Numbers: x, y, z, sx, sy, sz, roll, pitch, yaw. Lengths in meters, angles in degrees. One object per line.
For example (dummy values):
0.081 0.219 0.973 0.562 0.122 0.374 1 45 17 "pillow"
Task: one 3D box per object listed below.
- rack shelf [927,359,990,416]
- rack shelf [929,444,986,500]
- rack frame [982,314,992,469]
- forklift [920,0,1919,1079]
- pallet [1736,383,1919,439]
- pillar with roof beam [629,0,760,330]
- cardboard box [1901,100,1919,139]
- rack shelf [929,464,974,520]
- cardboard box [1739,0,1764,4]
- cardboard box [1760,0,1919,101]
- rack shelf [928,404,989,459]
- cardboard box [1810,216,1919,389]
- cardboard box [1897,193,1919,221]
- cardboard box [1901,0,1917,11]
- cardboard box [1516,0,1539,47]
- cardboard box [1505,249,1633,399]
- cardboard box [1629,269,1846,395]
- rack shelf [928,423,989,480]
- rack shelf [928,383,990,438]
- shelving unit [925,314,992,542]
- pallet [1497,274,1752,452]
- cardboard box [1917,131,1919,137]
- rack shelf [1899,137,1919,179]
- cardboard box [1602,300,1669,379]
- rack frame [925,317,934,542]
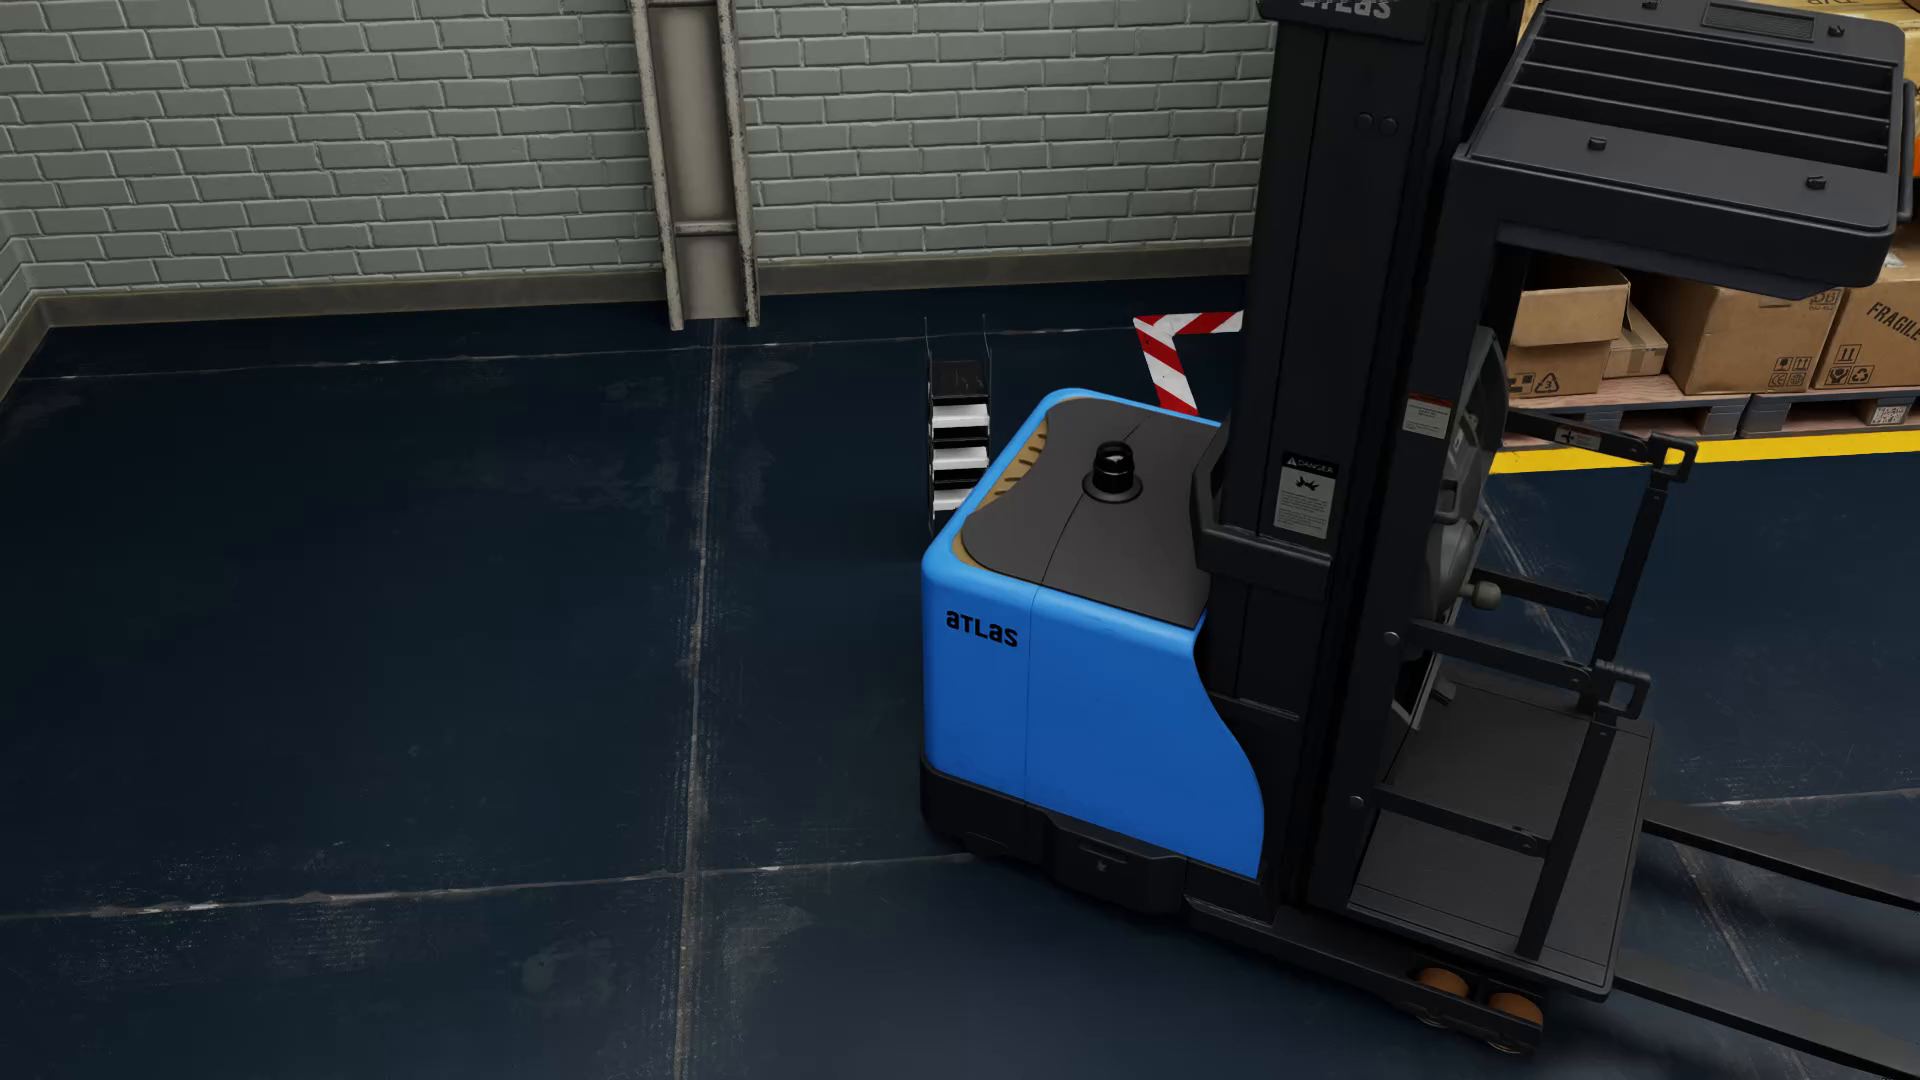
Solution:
-0.008 -0.539 5.824 0.200 0.077 0.258 -3 38 -4 "rack shelf"
-0.008 -0.256 6.047 0.200 0.077 0.258 -3 38 -4 "rack shelf"
0.093 -0.358 5.978 0.006 0.900 0.240 -3 38 -4 "rack frame"
1.439 -0.143 4.065 3.031 2.935 1.130 16 41 19 "forklift"
3.736 -0.832 7.134 1.213 0.211 1.003 -3 38 -4 "pallet"
-0.731 -1.920 1.419 0.400 9.000 9.100 -3 38 -4 "pillar with roof beam"
3.293 -1.603 6.063 0.250 0.149 0.380 -4 38 -5 "cardboard box"
-0.008 -0.185 6.103 0.200 0.077 0.258 -3 38 -4 "rack shelf"
2.632 -1.758 5.937 0.500 0.250 0.500 -3 38 -3 "cardboard box"
3.136 -1.787 5.975 0.500 0.250 0.500 -4 38 -5 "cardboard box"
-0.008 -0.397 5.936 0.200 0.077 0.258 -3 38 -4 "rack shelf"
3.662 -0.962 6.727 0.500 0.500 0.500 -2 38 -3 "cardboard box"
4.160 -1.052 6.840 0.500 0.500 0.700 -5 38 -6 "cardboard box"
3.644 -1.829 6.027 0.500 0.250 0.500 -4 38 -5 "cardboard box"
2.129 -1.730 5.902 0.500 0.250 0.500 -3 38 -4 "cardboard box"
2.271 -0.973 6.738 0.637 0.503 0.797 -5 39 -6 "cardboard box"
3.126 -0.995 6.768 0.500 0.500 0.700 -2 38 -2 "cardboard box"
-0.008 -0.327 5.991 0.200 0.077 0.258 -3 38 -4 "rack shelf"
-0.008 -0.468 5.880 0.200 0.077 0.258 -3 38 -4 "rack shelf"
-0.008 -0.353 5.971 0.210 0.900 0.258 -3 38 -4 "shelving unit"
2.523 -0.767 7.052 1.213 0.211 1.003 -3 38 -4 "pallet"
3.553 -1.630 6.098 0.250 0.149 0.380 -2 38 -3 "cardboard box"
3.646 -1.641 6.488 4.000 0.370 1.077 -3 38 -4 "rack shelf"
2.698 -0.833 6.847 0.250 0.149 0.380 -5 39 -6 "cardboard box"
-0.109 -0.347 5.964 0.006 0.900 0.240 -3 38 -4 "rack frame"
